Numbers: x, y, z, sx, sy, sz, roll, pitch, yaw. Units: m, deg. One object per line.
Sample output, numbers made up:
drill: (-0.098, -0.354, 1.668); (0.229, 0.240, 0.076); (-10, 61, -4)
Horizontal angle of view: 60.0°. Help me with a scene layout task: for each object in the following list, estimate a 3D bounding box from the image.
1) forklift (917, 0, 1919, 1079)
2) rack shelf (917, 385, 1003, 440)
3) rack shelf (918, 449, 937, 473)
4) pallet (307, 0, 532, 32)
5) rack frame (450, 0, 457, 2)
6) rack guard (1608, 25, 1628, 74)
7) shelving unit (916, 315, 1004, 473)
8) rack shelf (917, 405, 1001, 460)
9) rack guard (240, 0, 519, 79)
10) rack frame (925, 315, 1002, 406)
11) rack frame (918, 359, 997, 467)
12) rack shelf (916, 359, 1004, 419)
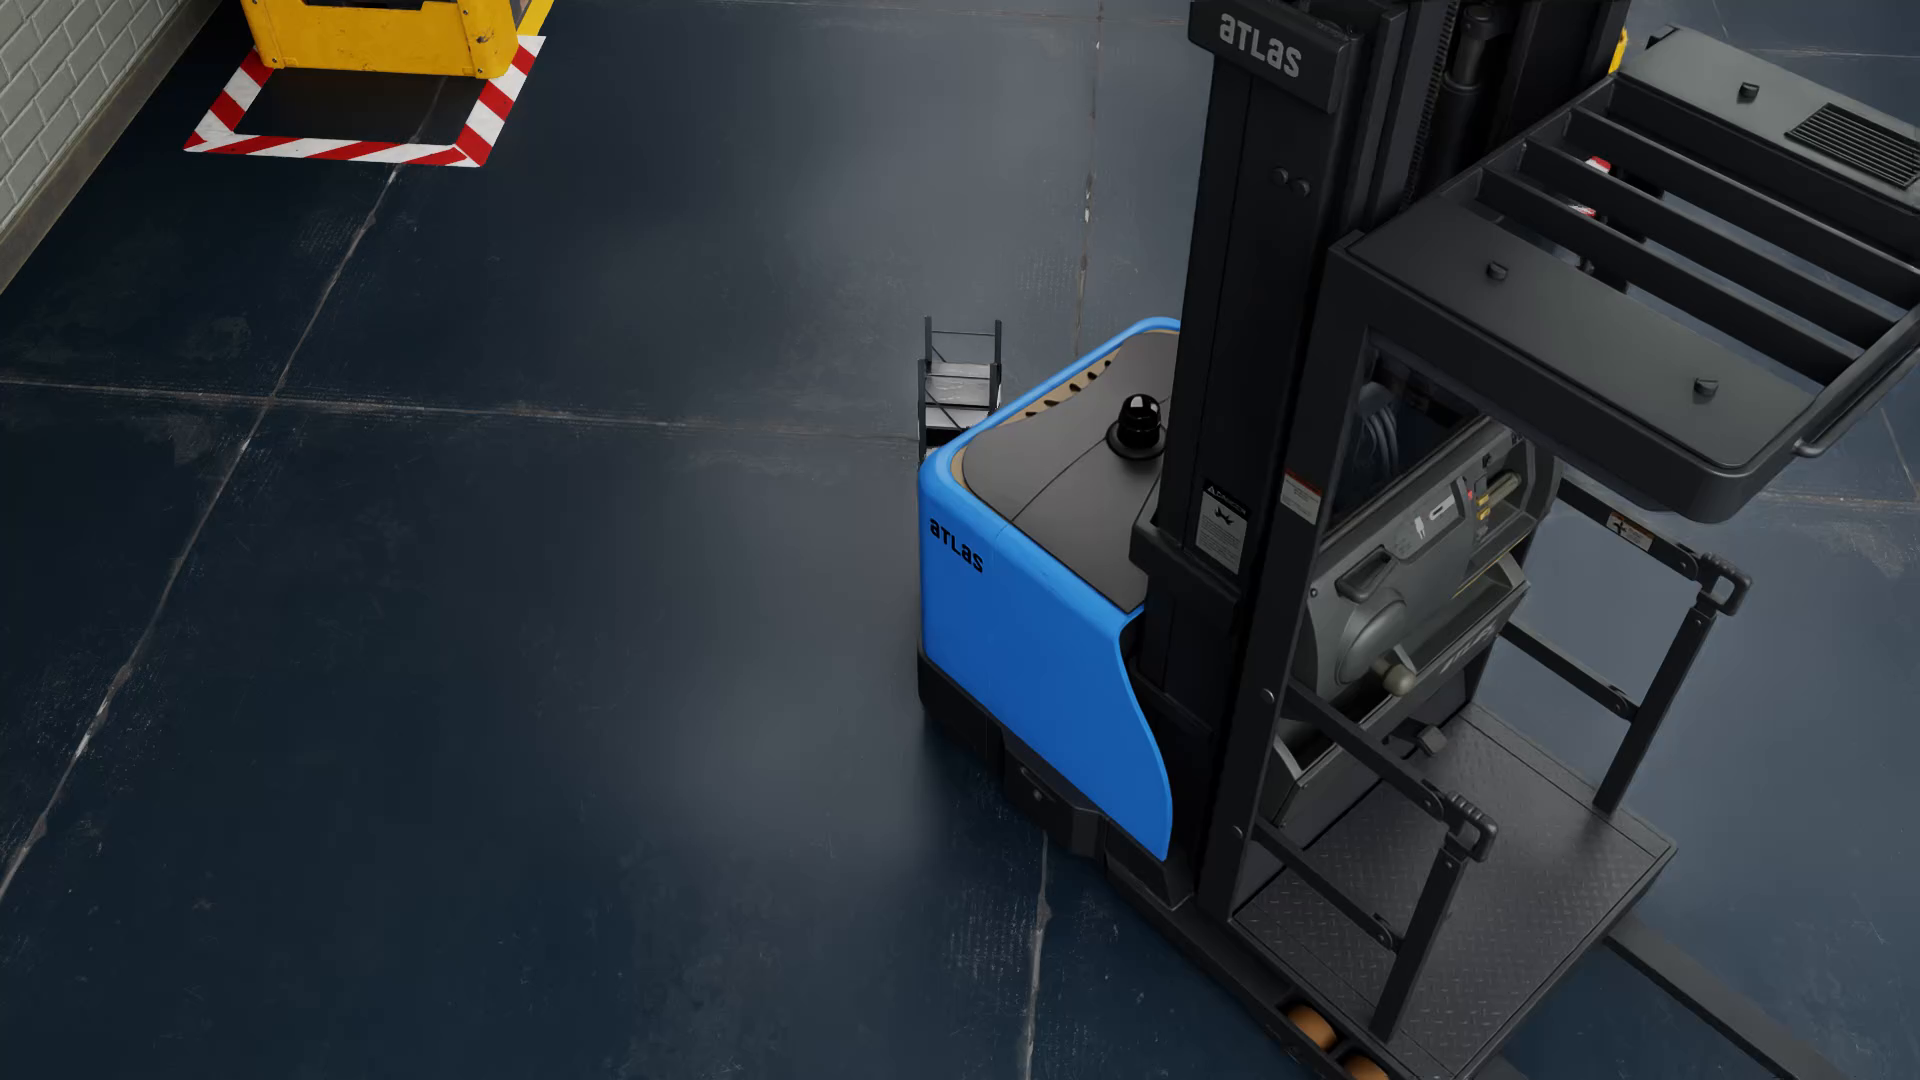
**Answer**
forklift: (1.234, 0.091, 3.681); (1.130, 2.935, 3.031); (-34, 56, -27)
rack shelf: (0.001, -0.409, 5.315); (0.258, 0.077, 0.200); (4, 48, 4)
rack shelf: (0.001, -0.287, 5.448); (0.258, 0.077, 0.200); (4, 48, 4)
pallet: (-2.576, -2.963, 8.317); (1.003, 0.211, 1.213); (4, 48, 4)
rack frame: (-2.693, -3.254, 6.693); (1.000, 3.000, 0.127); (4, 48, 4)
rack guard: (2.239, -2.062, 7.297); (1.175, 0.500, 0.348); (4, 48, 4)
shelving unit: (0.001, -0.310, 5.423); (0.258, 0.900, 0.210); (4, 48, 4)
rack shelf: (0.001, -0.348, 5.382); (0.258, 0.077, 0.200); (4, 48, 4)
rack guard: (-2.686, -2.466, 7.667); (1.175, 0.500, 0.348); (4, 48, 4)
rack frame: (0.010, -0.384, 5.492); (0.240, 0.900, 0.006); (4, 48, 4)
rack frame: (-0.009, -0.235, 5.355); (0.240, 0.900, 0.006); (4, 48, 4)
rack shelf: (0.001, -0.469, 5.249); (0.258, 0.077, 0.200); (4, 48, 4)
